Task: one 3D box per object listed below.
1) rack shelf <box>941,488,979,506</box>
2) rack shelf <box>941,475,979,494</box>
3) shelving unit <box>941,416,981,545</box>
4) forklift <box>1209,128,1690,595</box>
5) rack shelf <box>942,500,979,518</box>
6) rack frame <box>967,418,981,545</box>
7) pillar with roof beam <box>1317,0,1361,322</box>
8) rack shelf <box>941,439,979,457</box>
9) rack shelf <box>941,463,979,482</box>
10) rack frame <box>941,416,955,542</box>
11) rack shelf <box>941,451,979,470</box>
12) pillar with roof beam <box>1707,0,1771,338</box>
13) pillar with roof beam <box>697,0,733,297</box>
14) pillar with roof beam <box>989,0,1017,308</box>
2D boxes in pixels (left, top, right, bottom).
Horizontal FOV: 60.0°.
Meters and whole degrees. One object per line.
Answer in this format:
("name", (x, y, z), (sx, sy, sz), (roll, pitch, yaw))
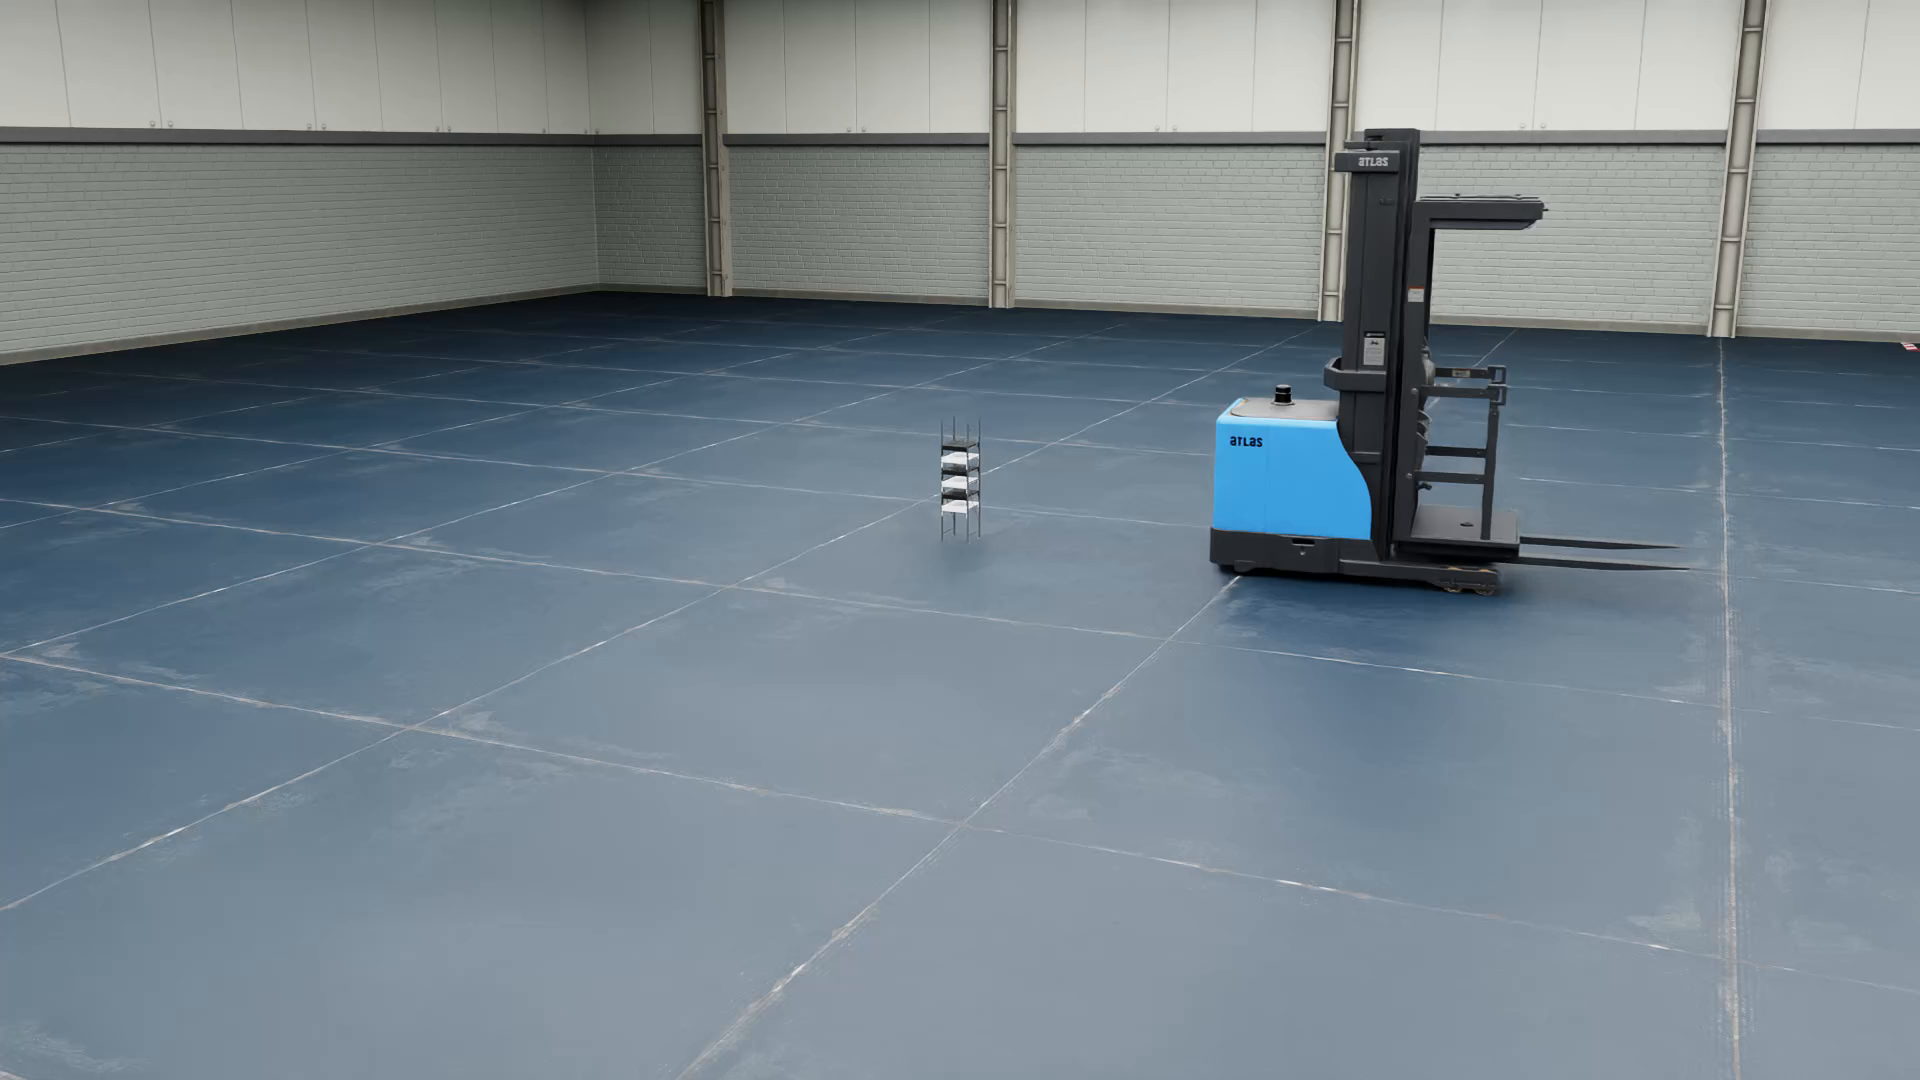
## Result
("rack shelf", (0.007, -0.317, 12.177), (0.200, 0.077, 0.258), (6, 14, 23))
("rack shelf", (0.007, -0.405, 12.156), (0.200, 0.077, 0.258), (6, 14, 23))
("shelving unit", (0.007, -0.437, 12.149), (0.210, 0.900, 0.258), (6, 14, 23))
("forklift", (3.275, -1.207, 10.982), (3.031, 2.935, 1.130), (4, 14, 17))
("rack shelf", (0.007, -0.230, 12.198), (0.200, 0.077, 0.258), (6, 14, 23))
("rack frame", (0.100, -0.428, 12.109), (0.006, 0.900, 0.240), (6, 14, 23))
("pillar with roof beam", (4.506, -7.180, 23.154), (0.400, 9.000, 9.100), (6, 14, 23))
("rack shelf", (0.007, -0.668, 12.095), (0.200, 0.077, 0.258), (6, 14, 23))
("rack shelf", (0.007, -0.493, 12.136), (0.200, 0.077, 0.258), (6, 14, 23))
("rack frame", (-0.086, -0.447, 12.189), (0.006, 0.900, 0.240), (6, 14, 23))
("rack shelf", (0.007, -0.580, 12.115), (0.200, 0.077, 0.258), (6, 14, 23))
("pillar with roof beam", (9.992, -6.625, 20.788), (0.400, 9.000, 9.100), (6, 14, 23))
("pillar with roof beam", (-6.466, -8.290, 27.886), (0.400, 9.000, 9.100), (6, 14, 23))
("pillar with roof beam", (-0.980, -7.735, 25.520), (0.400, 9.000, 9.100), (6, 14, 23))
